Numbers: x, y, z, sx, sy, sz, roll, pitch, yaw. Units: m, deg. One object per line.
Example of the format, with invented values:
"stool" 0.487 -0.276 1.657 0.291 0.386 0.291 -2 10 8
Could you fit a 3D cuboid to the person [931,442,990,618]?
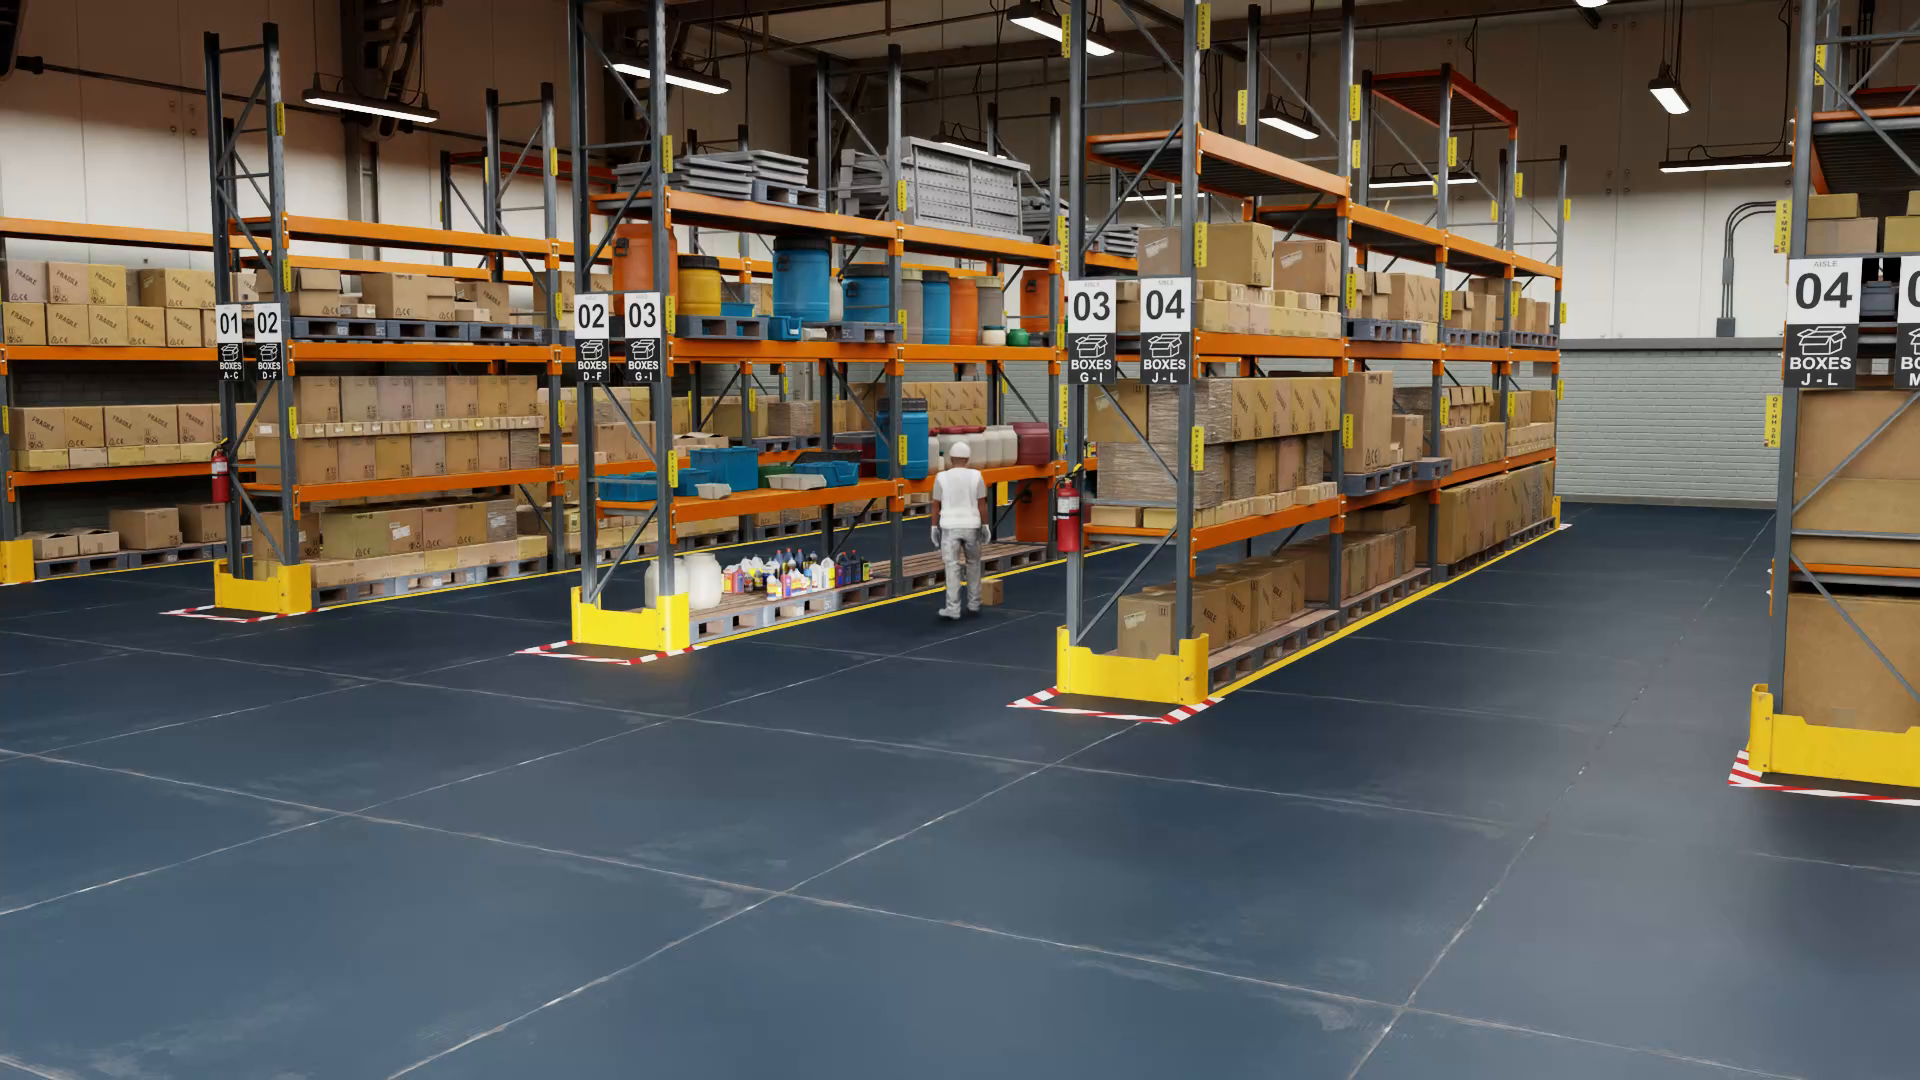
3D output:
"person" -0.011 -0.126 17.076 0.599 1.767 0.729 -1 6 -9
